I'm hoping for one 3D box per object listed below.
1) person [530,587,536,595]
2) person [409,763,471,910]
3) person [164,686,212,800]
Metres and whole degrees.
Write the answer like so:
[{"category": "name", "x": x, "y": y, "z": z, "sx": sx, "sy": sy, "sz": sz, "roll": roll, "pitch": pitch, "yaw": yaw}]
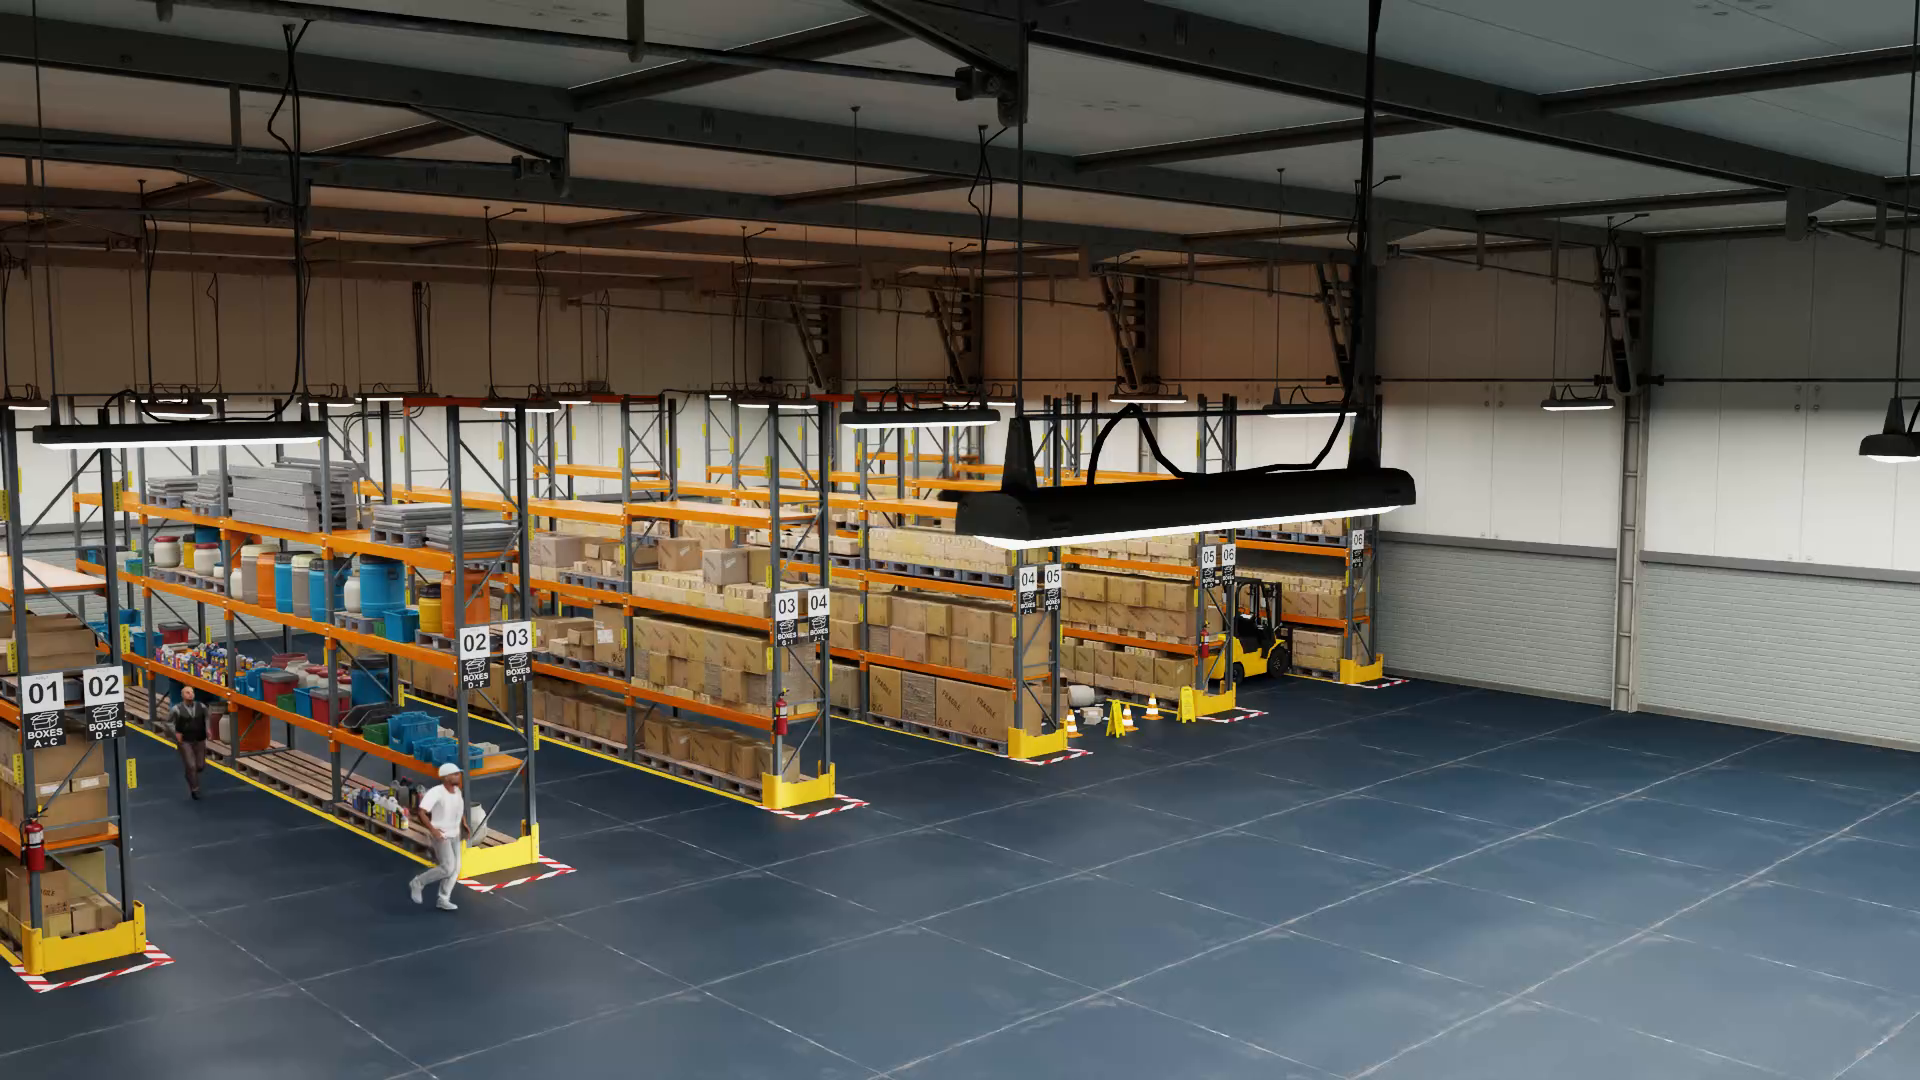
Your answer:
[{"category": "person", "x": -10.505, "y": 1.567, "z": 40.815, "sx": 0.684, "sy": 1.697, "sz": 0.713, "roll": -1, "pitch": 6, "yaw": -12}, {"category": "person", "x": -6.238, "y": 3.543, "z": 20.069, "sx": 0.599, "sy": 1.713, "sz": 0.753, "roll": 2, "pitch": 6, "yaw": 15}, {"category": "person", "x": -11.711, "y": 3.063, "z": 25.272, "sx": 0.661, "sy": 1.696, "sz": 0.722, "roll": -5, "pitch": 8, "yaw": -44}]
